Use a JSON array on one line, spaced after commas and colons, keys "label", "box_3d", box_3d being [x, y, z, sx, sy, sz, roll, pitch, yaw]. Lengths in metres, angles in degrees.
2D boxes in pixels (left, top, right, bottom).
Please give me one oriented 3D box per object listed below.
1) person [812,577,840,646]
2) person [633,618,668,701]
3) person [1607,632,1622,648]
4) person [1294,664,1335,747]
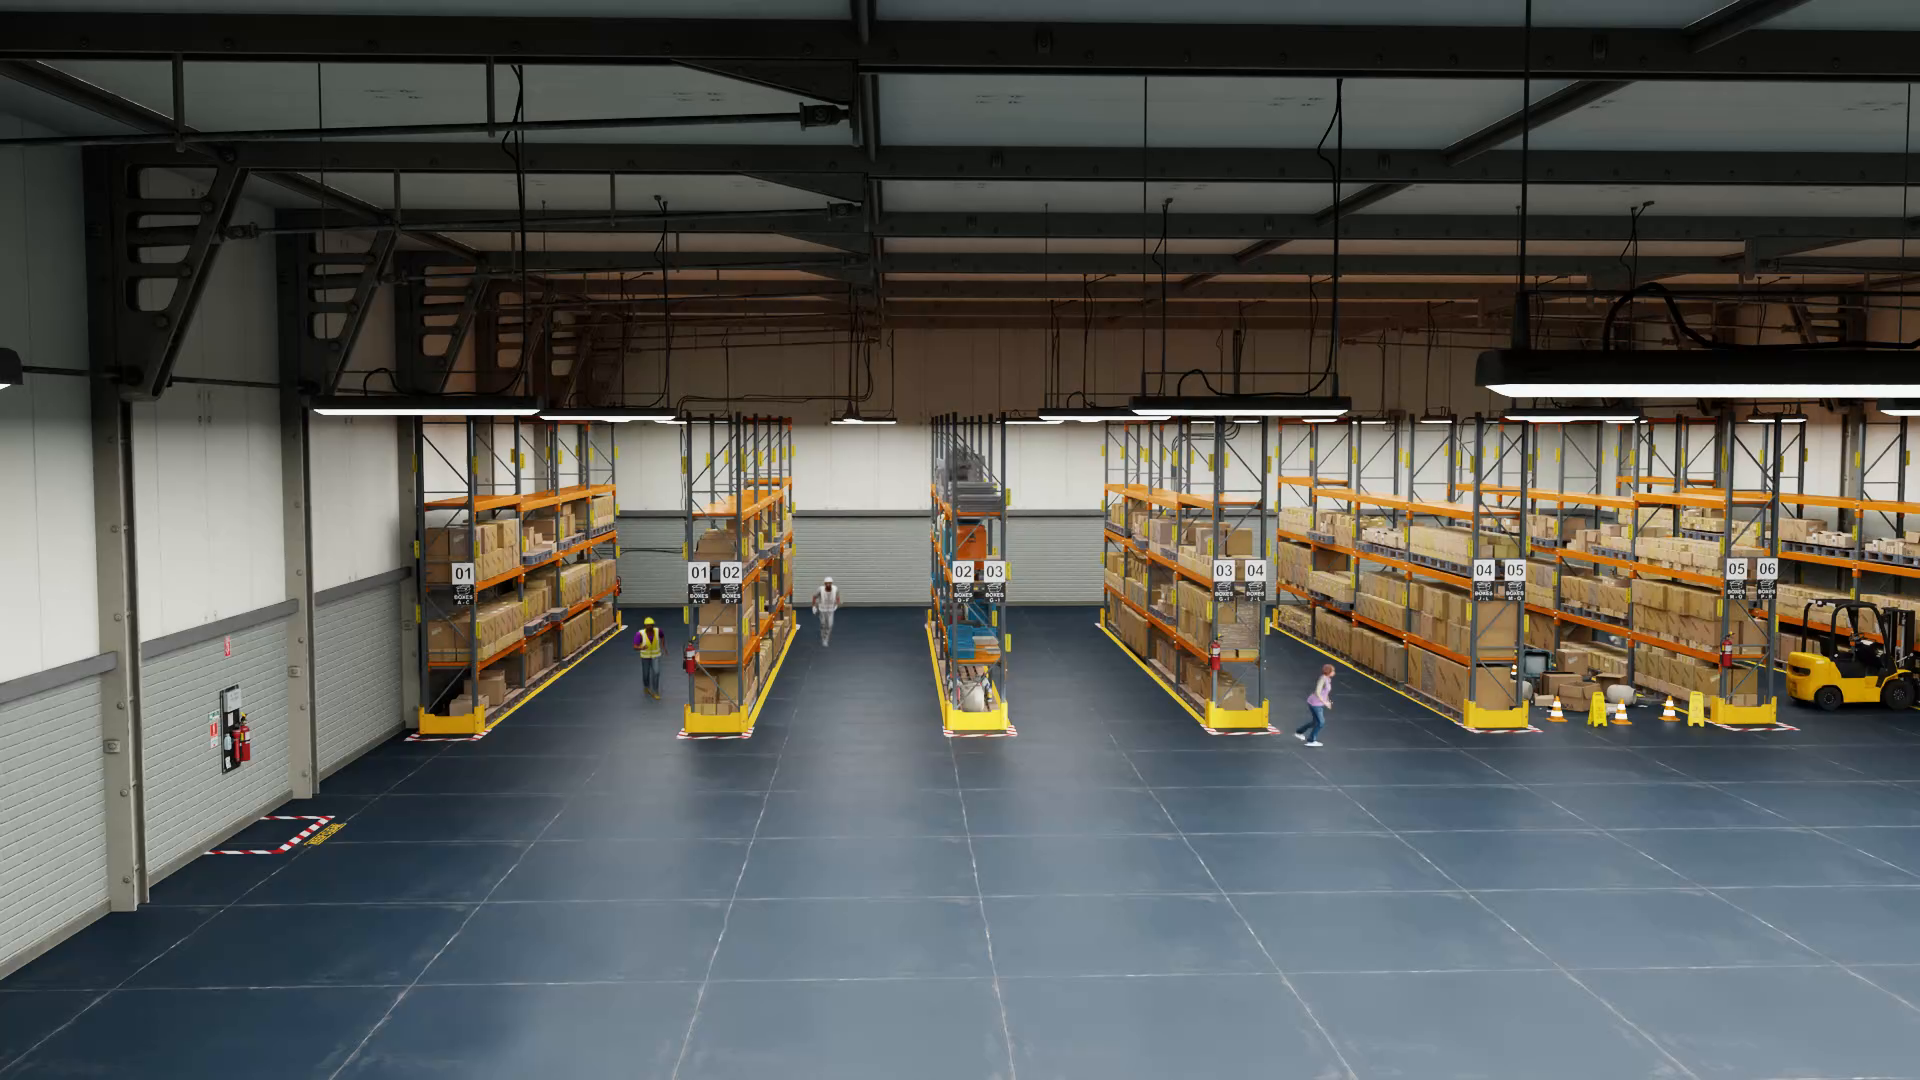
[{"label": "person", "box_3d": [-3.317, 1.766, 41.339, 0.684, 1.724, 0.693, -1, 4, -19]}, {"label": "person", "box_3d": [-6.519, 2.473, 35.024, 0.717, 1.733, 0.982, -1, 4, -13]}, {"label": "person", "box_3d": [16.390, 2.045, 41.324, 0.661, 1.728, 0.590, 0, 4, -2]}, {"label": "person", "box_3d": [6.340, 2.947, 29.768, 0.742, 1.501, 0.517, 2, 4, 23]}]
